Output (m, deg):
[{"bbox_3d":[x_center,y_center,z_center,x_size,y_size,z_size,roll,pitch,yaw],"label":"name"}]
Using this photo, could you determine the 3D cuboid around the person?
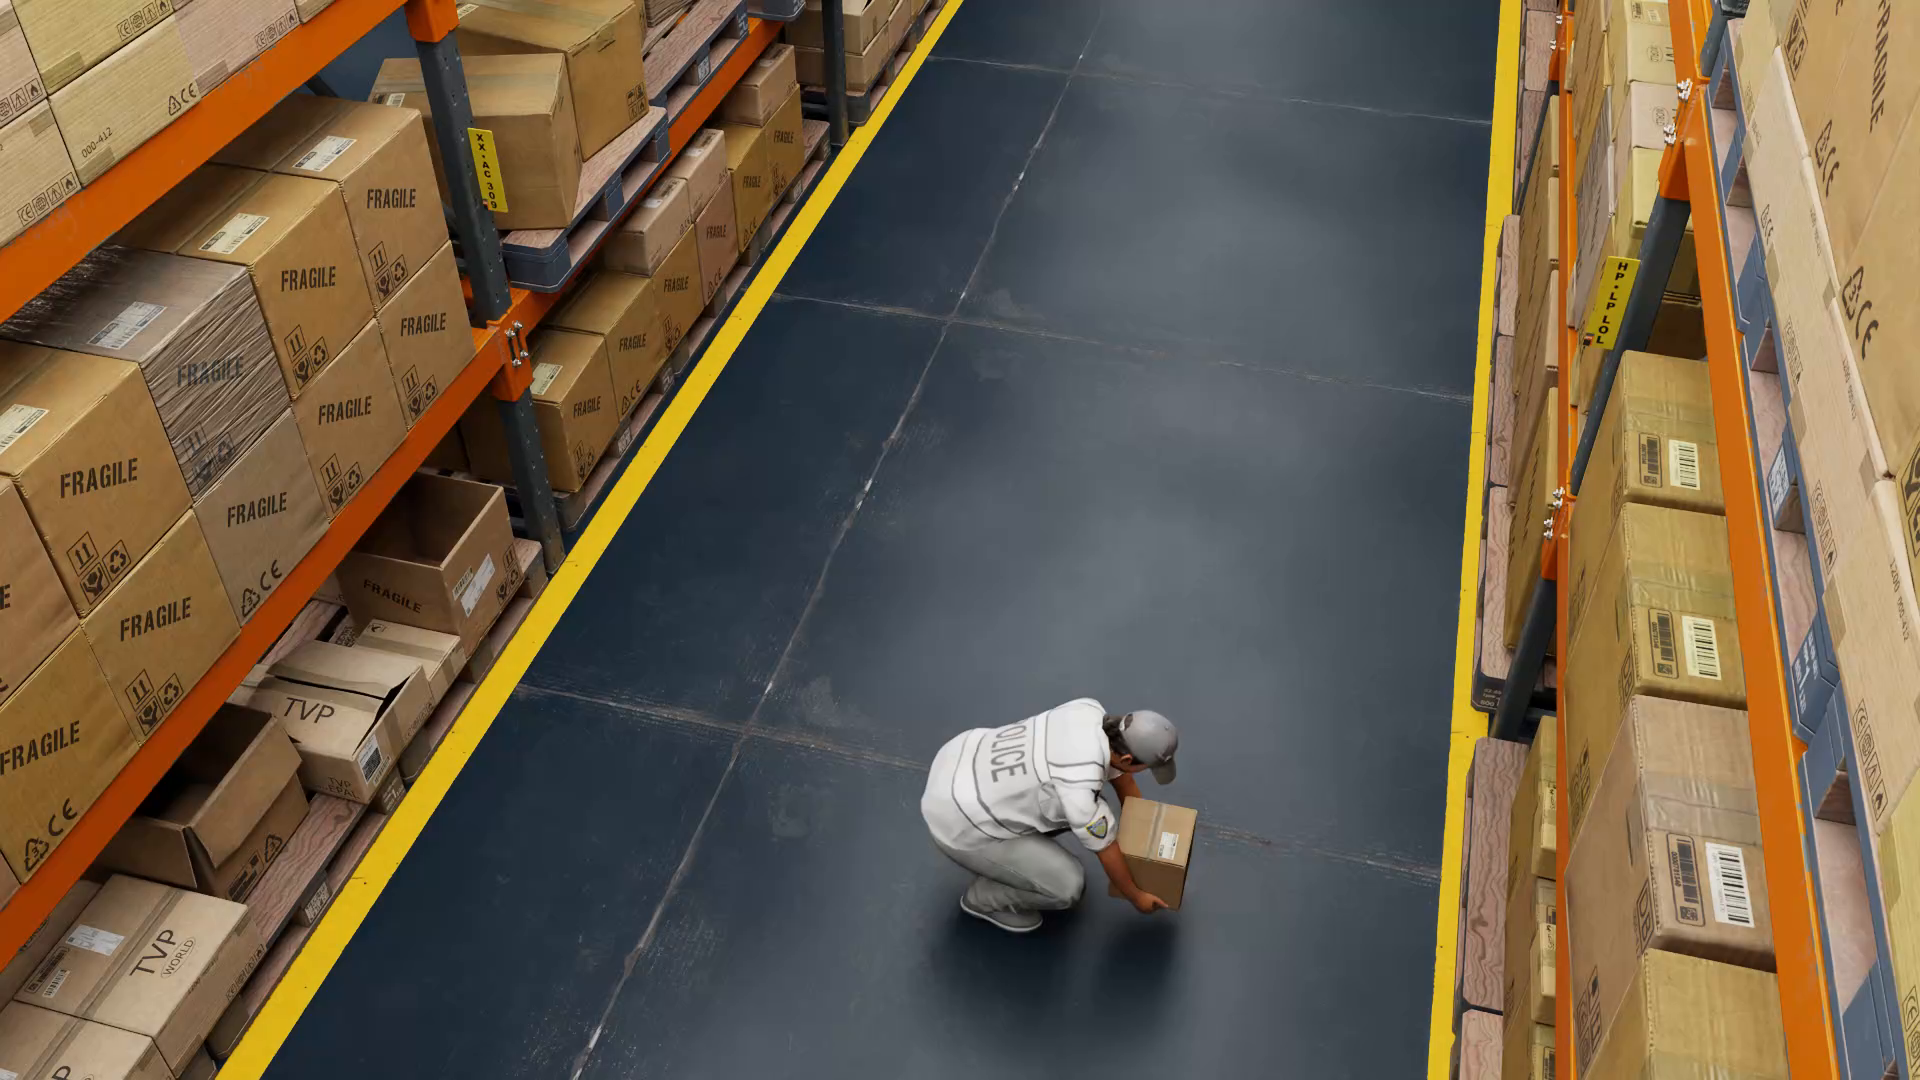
[{"bbox_3d":[0.319,0.911,5.675,0.883,0.947,0.509,9,42,10],"label":"person"}]
